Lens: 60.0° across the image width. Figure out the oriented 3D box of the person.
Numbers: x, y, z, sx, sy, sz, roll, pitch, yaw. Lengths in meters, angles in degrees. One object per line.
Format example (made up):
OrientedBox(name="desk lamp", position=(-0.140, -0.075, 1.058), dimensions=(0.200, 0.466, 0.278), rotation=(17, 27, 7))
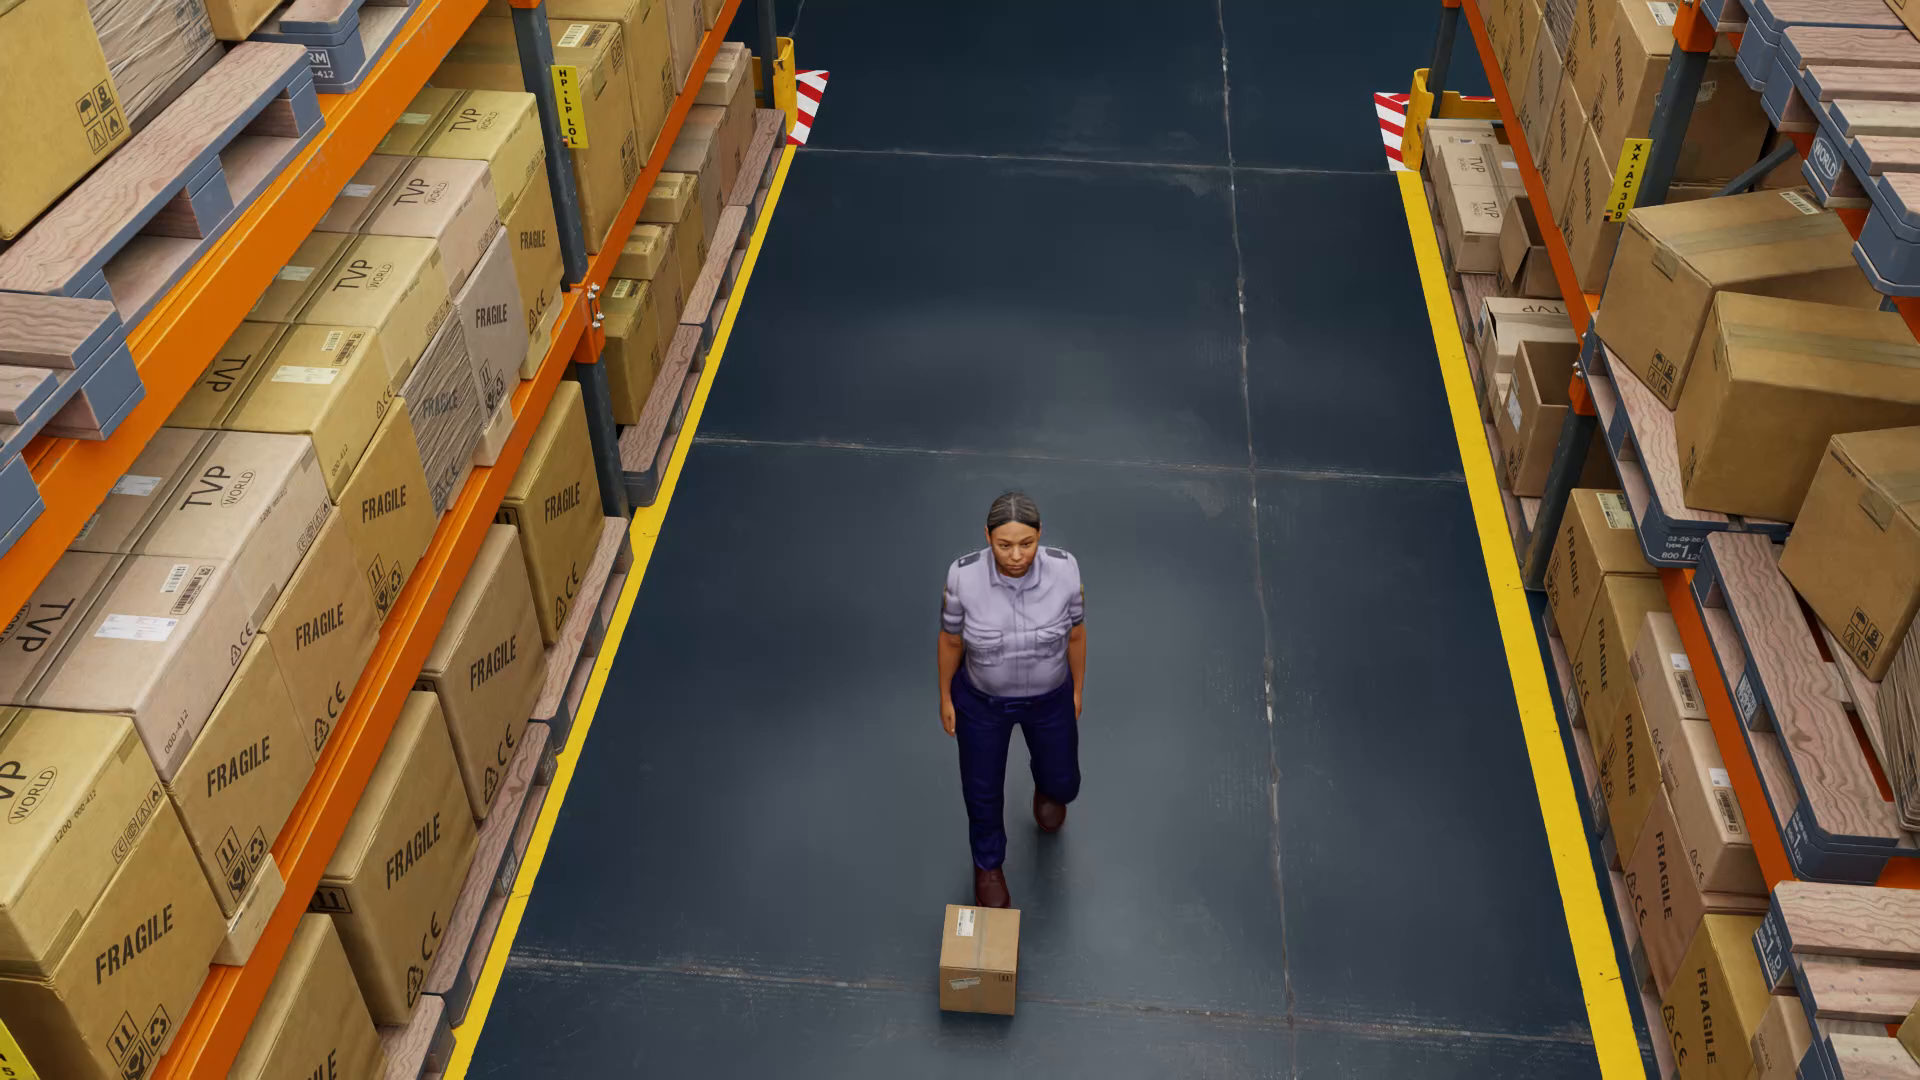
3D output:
OrientedBox(name="person", position=(0.173, 0.510, 5.549), dimensions=(0.491, 1.641, 0.604), rotation=(-3, 40, -4))
